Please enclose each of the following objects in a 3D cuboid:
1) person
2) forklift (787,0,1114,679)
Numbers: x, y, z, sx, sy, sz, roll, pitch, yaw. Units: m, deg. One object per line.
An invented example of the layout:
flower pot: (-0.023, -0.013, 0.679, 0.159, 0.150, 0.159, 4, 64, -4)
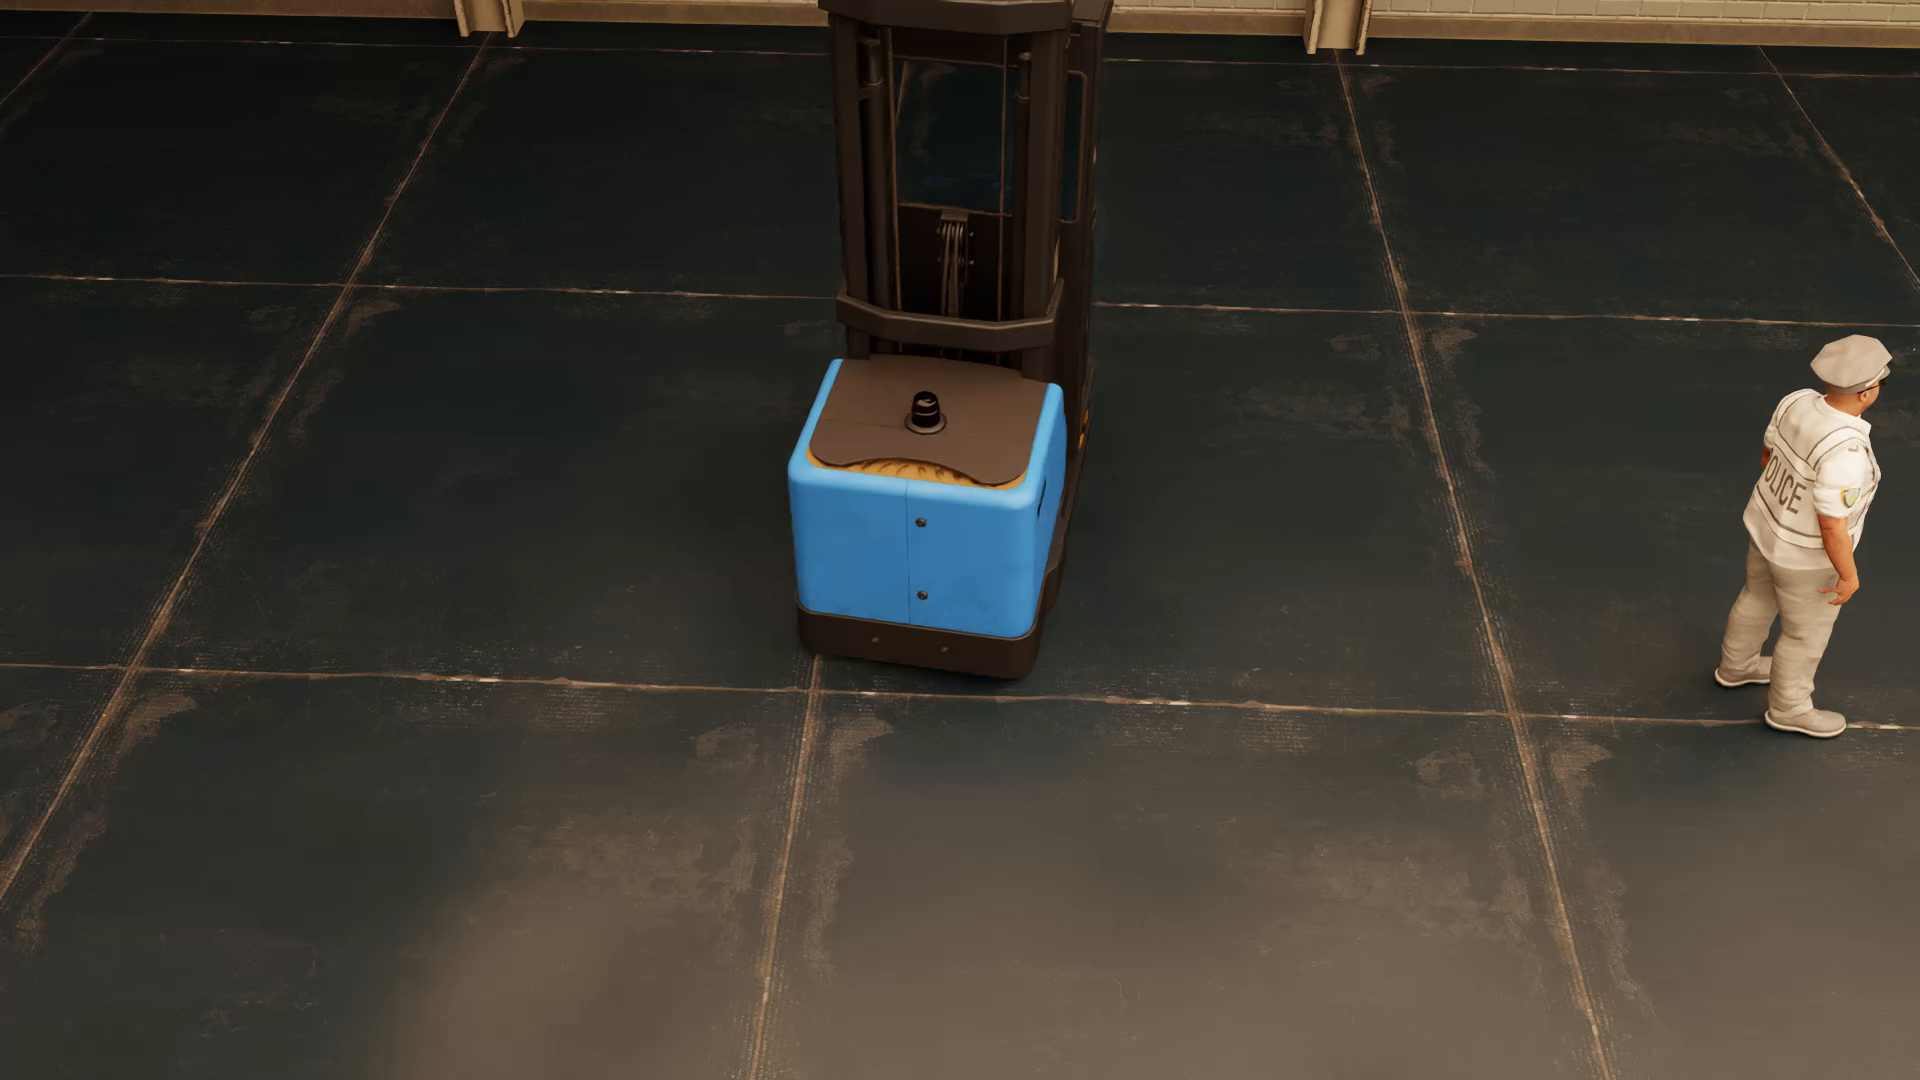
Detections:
person: (3.428, -0.025, 6.611, 0.576, 1.781, 0.640, -3, 43, -4)
forklift: (0.068, -1.488, 7.372, 1.130, 2.935, 3.031, 7, 43, 8)
